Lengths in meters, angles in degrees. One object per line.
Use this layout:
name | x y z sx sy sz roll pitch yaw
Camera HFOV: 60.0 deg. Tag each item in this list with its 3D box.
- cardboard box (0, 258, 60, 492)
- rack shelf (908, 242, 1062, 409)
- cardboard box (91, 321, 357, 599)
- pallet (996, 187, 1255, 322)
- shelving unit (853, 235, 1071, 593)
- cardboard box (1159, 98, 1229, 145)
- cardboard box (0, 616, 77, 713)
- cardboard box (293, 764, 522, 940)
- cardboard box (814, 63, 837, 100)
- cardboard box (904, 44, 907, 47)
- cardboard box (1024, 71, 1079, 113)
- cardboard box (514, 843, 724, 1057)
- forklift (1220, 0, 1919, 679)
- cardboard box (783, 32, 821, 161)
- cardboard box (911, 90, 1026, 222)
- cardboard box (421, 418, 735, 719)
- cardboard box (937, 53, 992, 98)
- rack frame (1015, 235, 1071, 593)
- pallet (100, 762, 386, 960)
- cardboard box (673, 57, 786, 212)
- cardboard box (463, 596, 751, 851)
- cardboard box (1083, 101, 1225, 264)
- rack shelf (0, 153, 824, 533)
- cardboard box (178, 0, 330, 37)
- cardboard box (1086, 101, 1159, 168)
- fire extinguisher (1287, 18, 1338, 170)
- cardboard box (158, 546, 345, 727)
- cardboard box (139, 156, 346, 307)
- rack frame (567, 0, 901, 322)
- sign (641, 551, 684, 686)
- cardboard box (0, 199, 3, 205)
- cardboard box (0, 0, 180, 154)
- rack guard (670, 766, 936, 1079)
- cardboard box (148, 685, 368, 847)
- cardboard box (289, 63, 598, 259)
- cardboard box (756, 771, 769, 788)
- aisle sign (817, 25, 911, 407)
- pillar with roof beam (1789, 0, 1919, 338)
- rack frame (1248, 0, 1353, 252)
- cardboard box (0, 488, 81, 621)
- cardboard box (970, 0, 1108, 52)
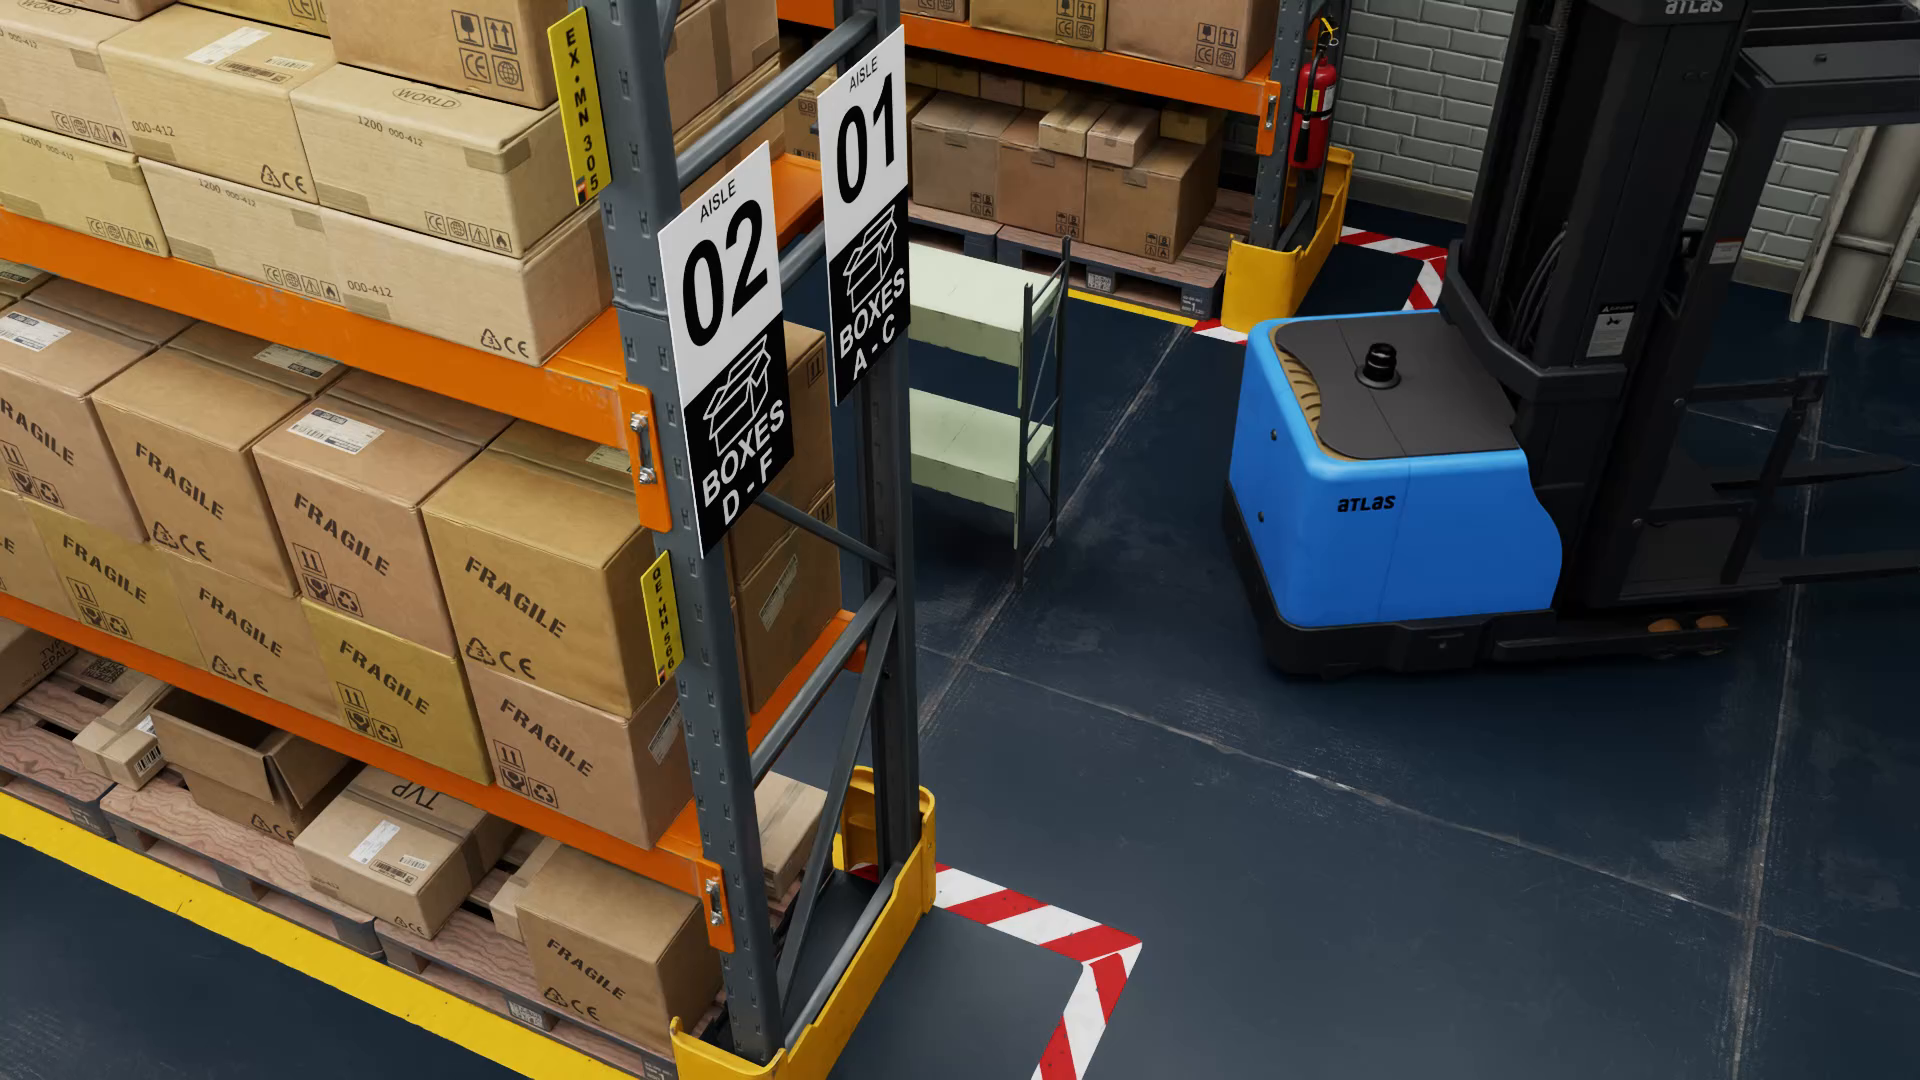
cardboard box | -2.779 -0.534 4.736 0.500 0.500 0.500 16 43 17
rack shelf | -0.006 -0.863 6.505 0.720 0.370 0.431 17 44 19
cardboard box | -1.845 -0.249 4.407 0.500 0.500 0.500 18 44 20
pallet | 0.938 -1.655 8.999 1.213 0.211 1.003 17 44 19
shelving unit | -0.006 -0.569 6.761 0.755 1.500 0.431 17 44 19
cardboard box | 1.217 -2.212 8.605 0.250 0.149 0.380 17 44 19
cardboard box | -3.732 0.394 6.222 0.500 0.311 0.500 17 44 19
cardboard box | -1.841 0.995 5.576 0.500 0.250 0.500 17 44 19
cardboard box | -0.589 -2.486 8.920 0.250 0.149 0.380 16 43 17
cardboard box | -0.397 -2.703 9.171 0.250 0.149 0.380 17 44 19
cardboard box | 0.531 -2.421 8.846 0.250 0.149 0.380 17 44 19
cardboard box | -0.993 1.181 5.170 0.500 0.500 0.500 17 44 19
forklift | 2.685 -0.972 6.133 3.031 2.935 1.130 -4 41 -5
cardboard box | -0.841 -2.447 9.371 0.500 0.500 0.700 17 44 18
cardboard box | 0.109 -2.160 9.040 0.500 0.500 0.700 16 43 17
cardboard box | -0.915 0.031 4.084 0.500 0.500 0.500 17 44 18
cardboard box | 0.067 -2.562 9.008 0.250 0.149 0.380 17 44 19
rack frame | 0.326 -0.467 6.644 0.023 1.500 0.400 17 44 19
pallet | -2.289 0.881 6.073 1.213 0.211 1.003 17 44 19
cardboard box | -0.754 -0.963 3.895 0.500 0.250 0.500 17 44 19
cardboard box | -0.917 0.407 4.414 0.500 0.500 0.500 18 44 20
cardboard box | 1.019 -1.883 8.720 0.500 0.500 0.700 17 44 19
rack shelf | -2.208 -1.008 4.382 4.000 0.370 1.077 17 44 19
cardboard box | -1.285 -1.463 3.518 0.500 0.500 0.700 17 44 19
cardboard box | 0.825 -2.055 8.424 0.250 0.149 0.380 16 44 18
fire extinguisher | 1.637 -2.048 7.667 0.183 0.674 0.296 17 44 19
cardboard box | -1.838 0.124 4.741 0.500 0.500 0.500 17 44 19
cardboard box | -1.421 -0.801 3.708 0.500 0.250 0.500 17 44 19
rack frame | -0.396 -1.860 2.525 0.127 3.000 1.000 17 44 19
sign | -0.648 0.174 3.634 0.005 0.325 0.100 17 44 19
cardboard box | -2.326 -1.079 4.029 0.500 0.250 0.500 17 44 19
cardboard box | -1.874 -1.129 3.705 0.500 0.250 0.500 17 44 19
rack guard | -0.465 1.331 5.333 0.348 0.500 1.175 17 44 19
cardboard box | -2.316 0.594 5.845 0.637 0.503 0.797 17 44 19
cardboard box | -0.969 -0.850 3.383 0.500 0.250 0.500 17 44 19
cardboard box | -0.856 0.922 5.723 0.250 0.166 0.380 17 44 19
aisle sign | -0.210 -0.731 3.818 0.004 0.787 0.394 17 44 19
pillar with roof beam | 2.688 -2.012 2.700 0.400 9.000 9.100 17 44 19
rack frame | 1.695 -2.534 7.884 0.127 3.000 1.000 17 44 19
cardboard box | -2.756 -0.156 5.063 0.500 0.500 0.500 17 44 18
cardboard box | 0.565 -2.978 8.166 0.700 0.700 0.980 17 44 18
